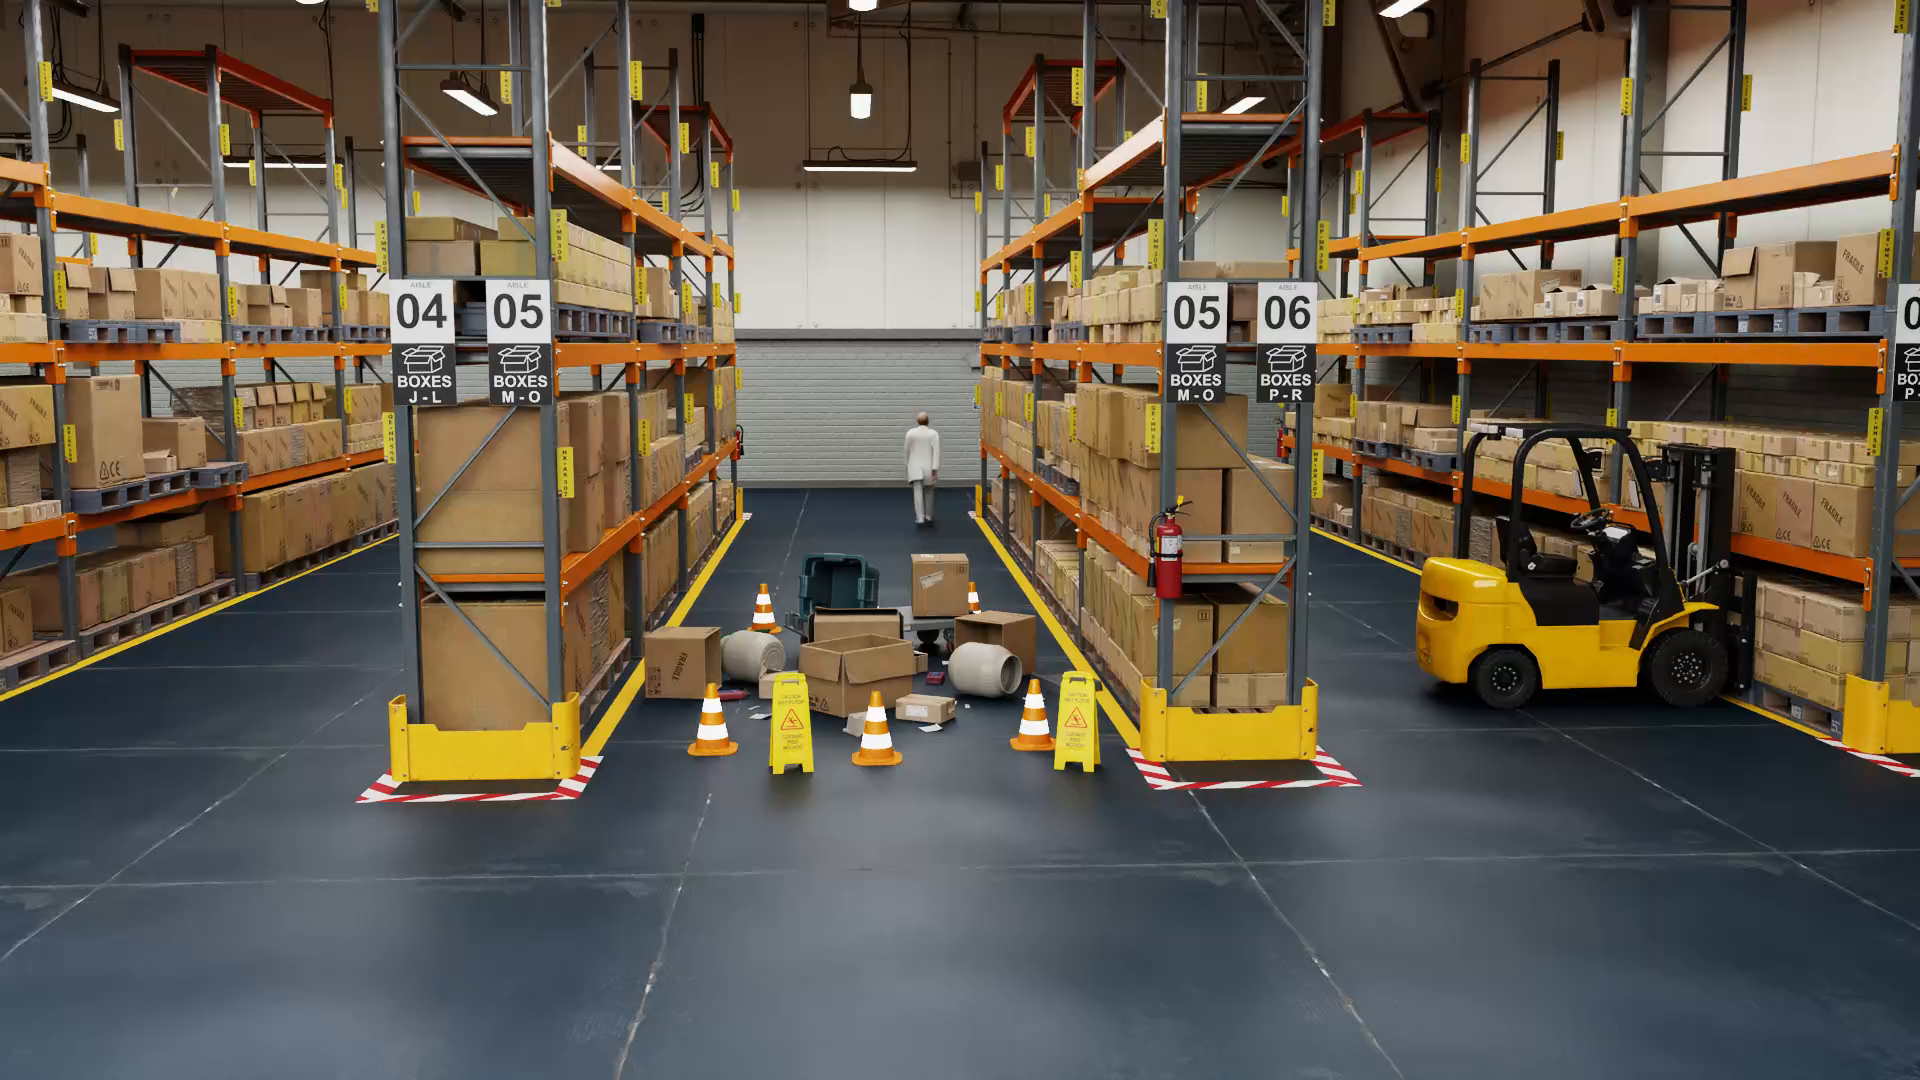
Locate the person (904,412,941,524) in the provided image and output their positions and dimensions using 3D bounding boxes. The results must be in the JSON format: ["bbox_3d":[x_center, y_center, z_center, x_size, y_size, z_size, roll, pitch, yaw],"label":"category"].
[{"bbox_3d":[-0.592,-1.138,25.888,0.566,1.715,1.115,0,7,-3],"label":"person"}]
